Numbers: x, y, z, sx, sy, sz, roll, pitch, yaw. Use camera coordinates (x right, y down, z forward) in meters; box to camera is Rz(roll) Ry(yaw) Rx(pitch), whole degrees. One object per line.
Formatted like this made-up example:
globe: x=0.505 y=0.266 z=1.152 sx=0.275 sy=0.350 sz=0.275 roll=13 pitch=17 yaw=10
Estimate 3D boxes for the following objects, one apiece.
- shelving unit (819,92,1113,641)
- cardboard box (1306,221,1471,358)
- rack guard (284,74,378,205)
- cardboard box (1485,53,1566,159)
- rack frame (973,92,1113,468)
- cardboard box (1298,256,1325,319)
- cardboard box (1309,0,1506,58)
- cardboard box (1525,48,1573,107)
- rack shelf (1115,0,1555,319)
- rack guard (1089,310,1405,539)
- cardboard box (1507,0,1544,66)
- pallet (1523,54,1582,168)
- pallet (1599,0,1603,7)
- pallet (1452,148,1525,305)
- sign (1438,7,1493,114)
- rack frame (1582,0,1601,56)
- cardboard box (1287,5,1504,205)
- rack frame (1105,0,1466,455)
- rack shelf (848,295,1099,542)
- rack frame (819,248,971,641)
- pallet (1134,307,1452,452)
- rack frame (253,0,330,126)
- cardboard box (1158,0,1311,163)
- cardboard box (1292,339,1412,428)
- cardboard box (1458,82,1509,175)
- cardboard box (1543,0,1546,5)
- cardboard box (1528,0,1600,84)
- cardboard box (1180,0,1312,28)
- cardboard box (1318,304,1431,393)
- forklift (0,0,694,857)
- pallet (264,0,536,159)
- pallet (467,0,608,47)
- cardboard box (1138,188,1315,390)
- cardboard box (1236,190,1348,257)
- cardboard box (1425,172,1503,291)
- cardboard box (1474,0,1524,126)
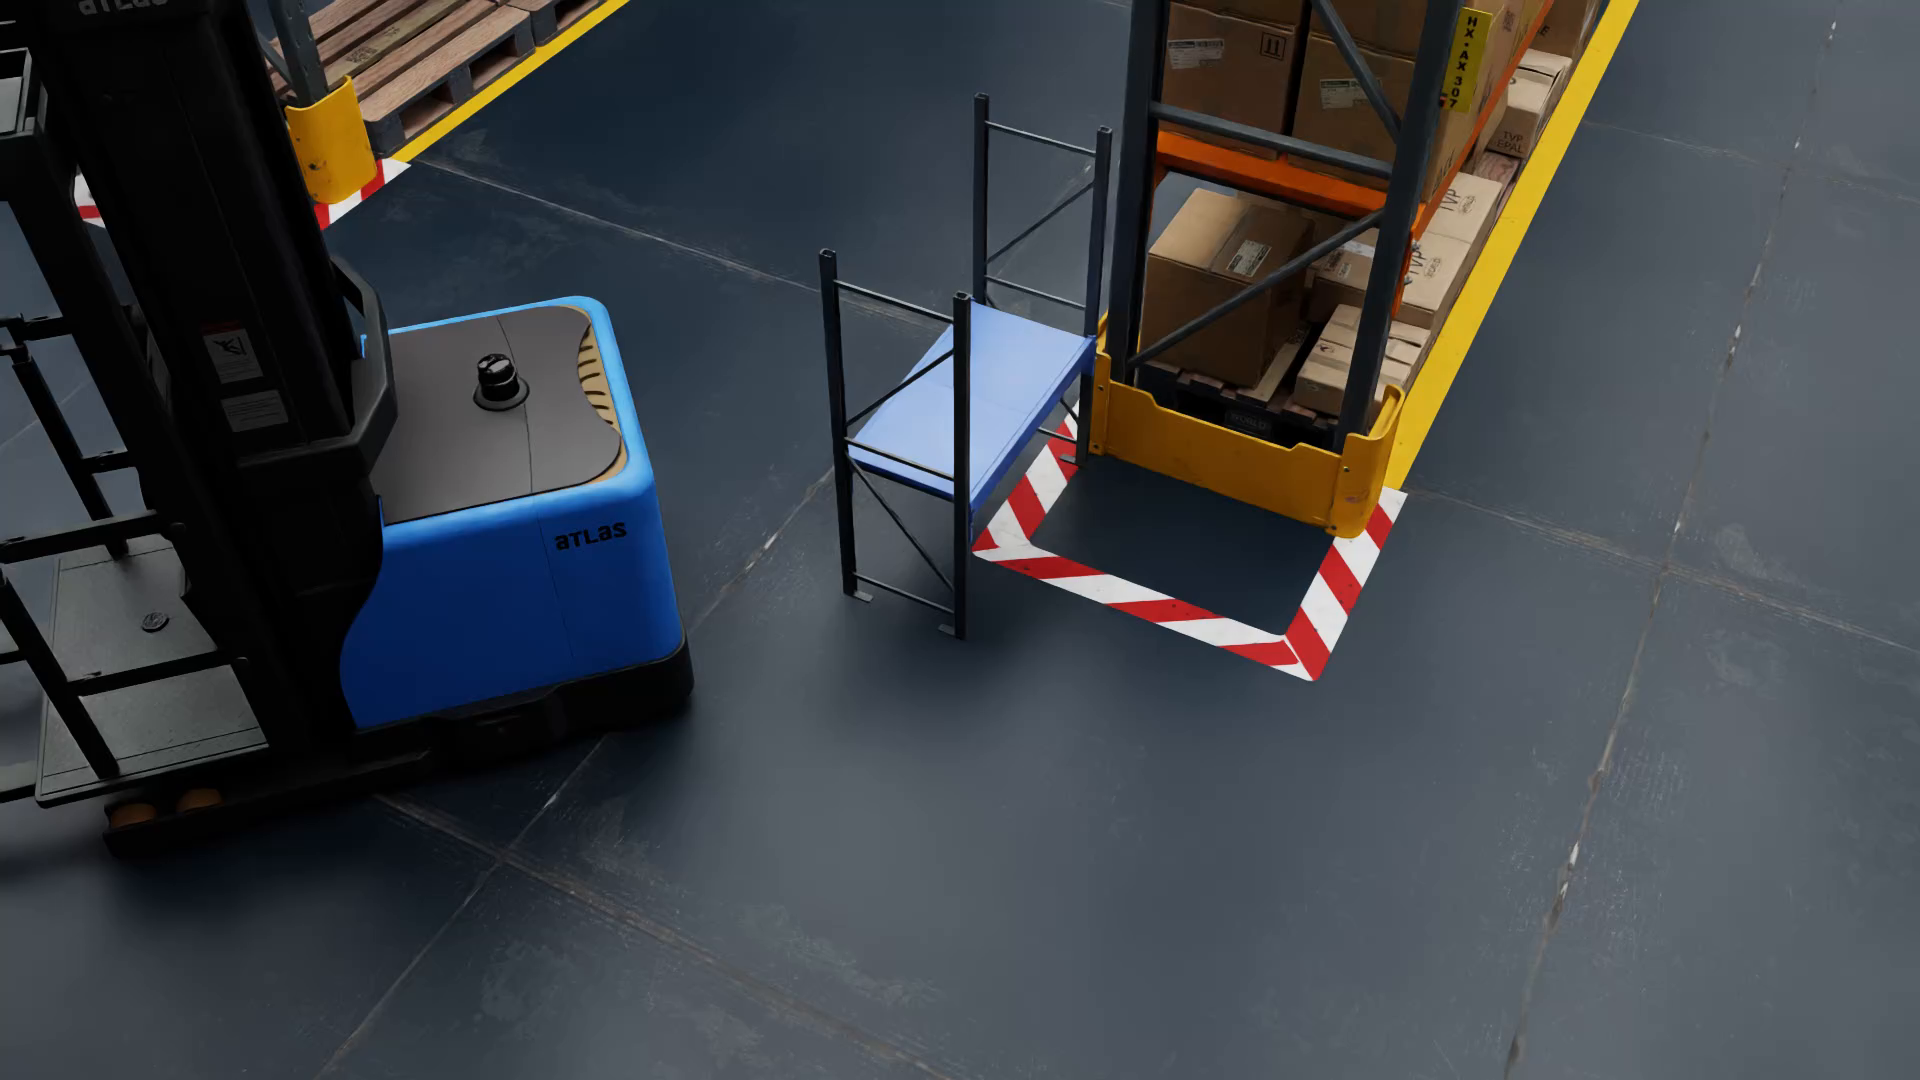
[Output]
shelving unit: x=0.040 y=-0.581 z=5.770 sx=0.538 sy=1.500 sz=1.048 roll=20 pitch=49 yaw=19
cardboard box: x=1.751 y=-1.048 z=6.800 sx=0.500 sy=0.250 sz=0.500 roll=20 pitch=49 yaw=19
rack guard: x=-3.370 y=-2.035 z=7.910 sx=1.175 sy=0.500 sz=0.348 roll=20 pitch=49 yaw=19
cardboard box: x=2.510 y=-2.100 z=7.798 sx=0.500 sy=0.311 sz=0.500 roll=20 pitch=49 yaw=19
rack frame: x=0.276 y=-0.901 z=6.086 sx=0.500 sy=1.500 sz=0.032 roll=20 pitch=49 yaw=19
cardboard box: x=1.317 y=-1.104 z=6.915 sx=0.380 sy=0.166 sz=0.250 roll=20 pitch=49 yaw=19
cardboard box: x=1.455 y=-1.875 z=5.221 sx=0.500 sy=0.500 sz=0.500 roll=22 pitch=49 yaw=20
cardboard box: x=2.738 y=-2.259 z=8.069 sx=0.380 sy=0.149 sz=0.250 roll=20 pitch=49 yaw=19
rack shelf: x=1.943 y=-2.303 z=6.923 sx=1.077 sy=0.370 sz=4.000 roll=20 pitch=49 yaw=19
rack guard: x=1.050 y=-0.465 z=6.358 sx=1.175 sy=0.500 sz=0.348 roll=20 pitch=49 yaw=19
cardboard box: x=1.925 y=-2.165 z=6.211 sx=0.500 sy=0.500 sz=0.500 roll=20 pitch=49 yaw=19
pallet: x=2.552 y=-2.403 z=8.477 sx=1.003 sy=0.211 sz=1.213 roll=20 pitch=49 yaw=19
pallet: x=3.216 y=-3.360 z=9.423 sx=1.003 sy=0.211 sz=1.213 roll=20 pitch=49 yaw=19
pallet: x=1.987 y=-1.631 z=7.714 sx=1.003 sy=0.211 sz=1.213 roll=20 pitch=49 yaw=19
sign: x=1.496 y=-1.421 z=4.937 sx=0.100 sy=0.325 sz=0.005 roll=20 pitch=49 yaw=19
rack frame: x=2.872 y=-3.816 z=7.912 sx=1.000 sy=3.000 sz=0.127 roll=20 pitch=49 yaw=19
cardboard box: x=1.455 y=-1.523 z=5.576 sx=0.500 sy=0.500 sz=0.500 roll=21 pitch=49 yaw=20
rack frame: x=1.015 y=-1.296 z=5.422 sx=1.000 sy=3.000 sz=0.127 roll=20 pitch=49 yaw=19
rack shelf: x=0.040 y=-0.455 z=5.898 sx=0.538 sy=0.185 sz=1.000 roll=20 pitch=49 yaw=19
rack frame: x=-0.196 y=-0.261 z=5.453 sx=0.500 sy=1.500 sz=0.032 roll=20 pitch=49 yaw=19
pallet: x=1.420 y=-0.866 z=6.957 sx=1.003 sy=0.211 sz=1.213 roll=20 pitch=49 yaw=19
rack frame: x=-3.371 y=-2.933 z=7.040 sx=1.000 sy=3.000 sz=0.127 roll=20 pitch=49 yaw=19
cardboard box: x=0.982 y=-1.703 z=5.754 sx=0.500 sy=0.500 sz=0.500 roll=22 pitch=49 yaw=20
cardboard box: x=1.514 y=-0.599 z=6.428 sx=0.380 sy=0.149 sz=0.250 roll=20 pitch=49 yaw=19
cardboard box: x=2.004 y=-1.907 z=7.472 sx=0.797 sy=0.503 sz=0.637 roll=20 pitch=49 yaw=19
cardboard box: x=2.158 y=-2.480 z=6.521 sx=0.500 sy=0.500 sz=0.500 roll=21 pitch=49 yaw=20
cardboard box: x=2.859 y=-2.639 z=8.197 sx=0.500 sy=0.500 sz=0.500 roll=20 pitch=49 yaw=19
cardboard box: x=0.978 y=-2.053 z=5.397 sx=0.500 sy=0.500 sz=0.500 roll=20 pitch=49 yaw=19
cardboard box: x=1.630 y=-0.762 z=6.577 sx=0.380 sy=0.166 sz=0.250 roll=20 pitch=49 yaw=19
forklift: x=-2.480 y=-0.463 z=4.647 sx=3.031 sy=2.935 sz=1.130 roll=-13 pitch=47 yaw=-12
pallet: x=-2.953 y=-2.460 z=8.533 sx=1.003 sy=0.211 sz=1.213 roll=20 pitch=49 yaw=19
pallet: x=-2.386 y=-3.226 z=9.290 sx=1.003 sy=0.211 sz=1.213 roll=20 pitch=49 yaw=19
cardboard box: x=1.049 y=-0.996 z=6.573 sx=0.500 sy=0.500 sz=0.500 roll=20 pitch=49 yaw=19
cardboard box: x=1.517 y=-1.496 z=7.244 sx=0.500 sy=0.250 sz=0.500 roll=20 pitch=49 yaw=19
cardboard box: x=1.983 y=-1.363 z=7.112 sx=0.500 sy=0.250 sz=0.500 roll=20 pitch=49 yaw=19
cardboard box: x=1.689 y=-1.850 z=5.899 sx=0.500 sy=0.500 sz=0.500 roll=20 pitch=49 yaw=19
